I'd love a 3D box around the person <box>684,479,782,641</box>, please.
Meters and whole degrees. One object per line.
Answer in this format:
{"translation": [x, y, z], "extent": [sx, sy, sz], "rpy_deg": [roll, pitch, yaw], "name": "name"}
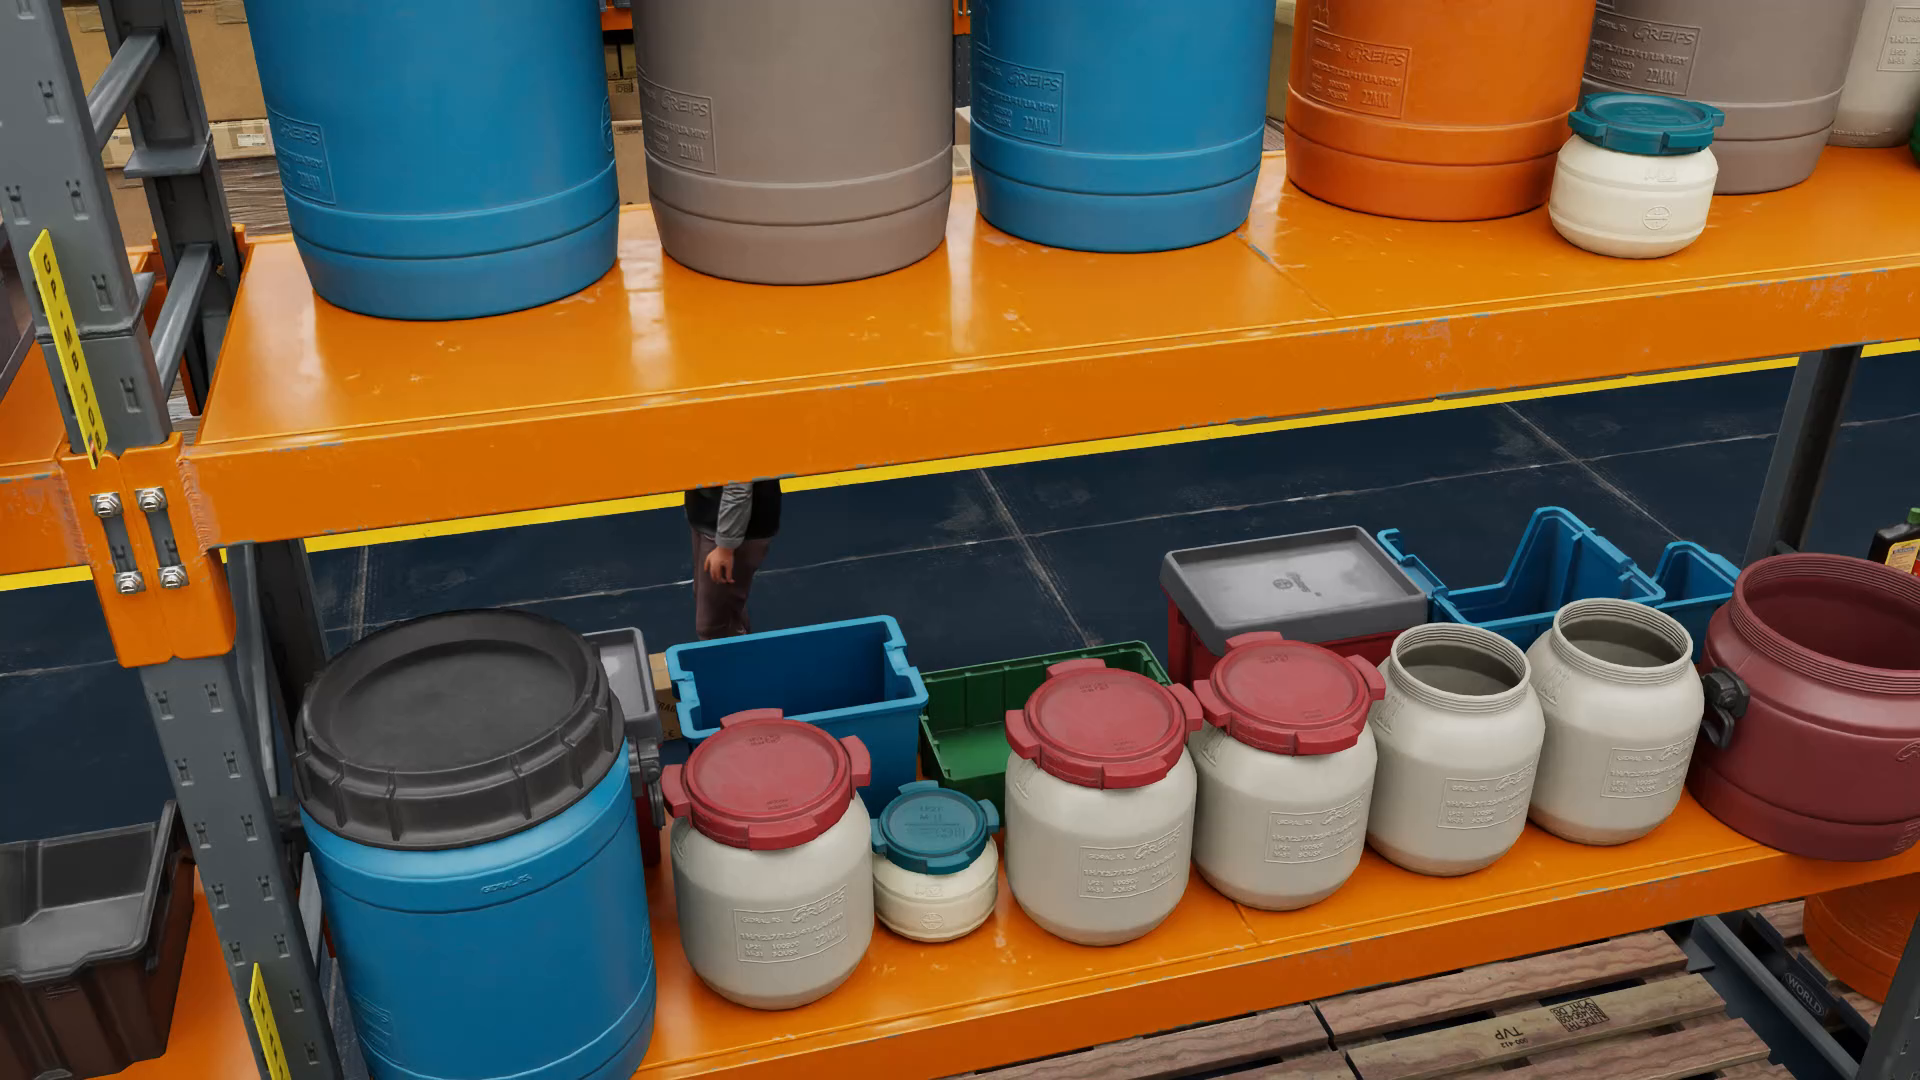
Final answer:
{"translation": [-0.901, -0.062, 6.260], "extent": [0.461, 1.721, 0.581], "rpy_deg": [-8, 31, -14], "name": "person"}
